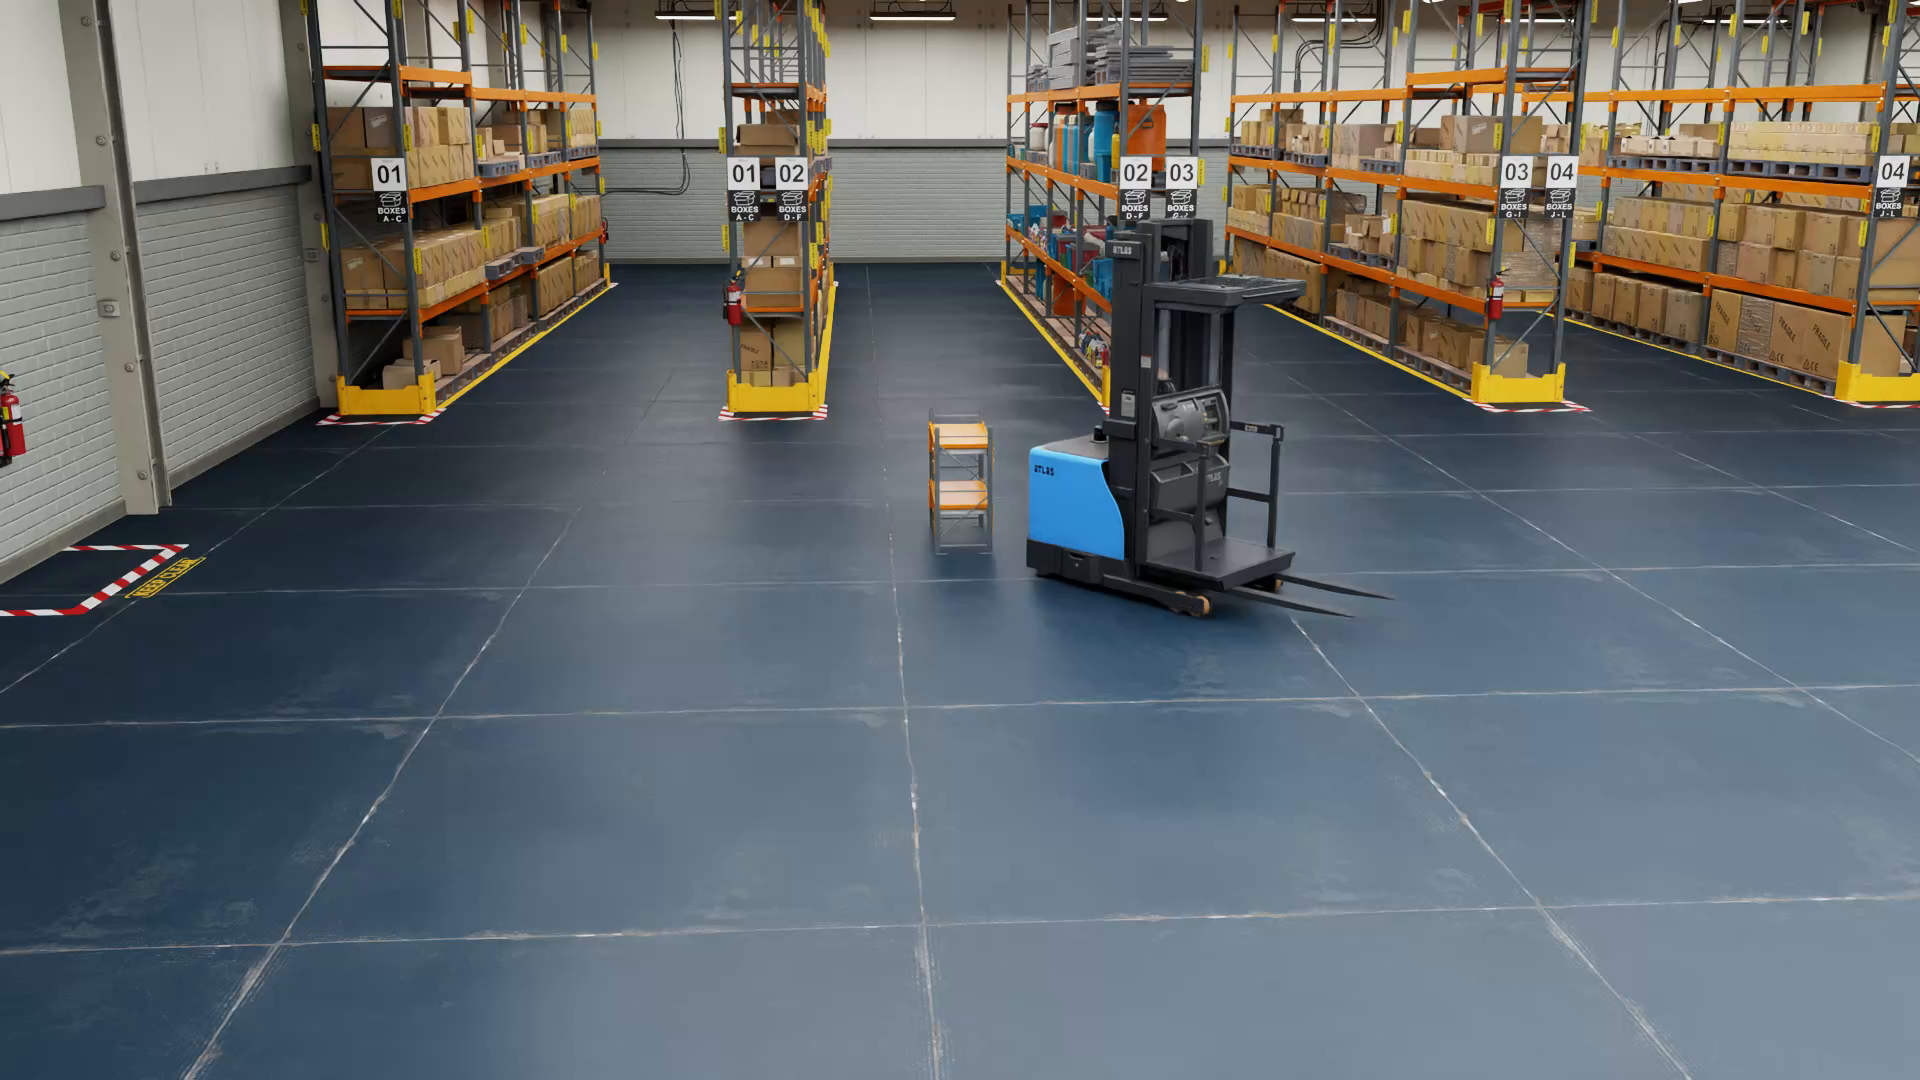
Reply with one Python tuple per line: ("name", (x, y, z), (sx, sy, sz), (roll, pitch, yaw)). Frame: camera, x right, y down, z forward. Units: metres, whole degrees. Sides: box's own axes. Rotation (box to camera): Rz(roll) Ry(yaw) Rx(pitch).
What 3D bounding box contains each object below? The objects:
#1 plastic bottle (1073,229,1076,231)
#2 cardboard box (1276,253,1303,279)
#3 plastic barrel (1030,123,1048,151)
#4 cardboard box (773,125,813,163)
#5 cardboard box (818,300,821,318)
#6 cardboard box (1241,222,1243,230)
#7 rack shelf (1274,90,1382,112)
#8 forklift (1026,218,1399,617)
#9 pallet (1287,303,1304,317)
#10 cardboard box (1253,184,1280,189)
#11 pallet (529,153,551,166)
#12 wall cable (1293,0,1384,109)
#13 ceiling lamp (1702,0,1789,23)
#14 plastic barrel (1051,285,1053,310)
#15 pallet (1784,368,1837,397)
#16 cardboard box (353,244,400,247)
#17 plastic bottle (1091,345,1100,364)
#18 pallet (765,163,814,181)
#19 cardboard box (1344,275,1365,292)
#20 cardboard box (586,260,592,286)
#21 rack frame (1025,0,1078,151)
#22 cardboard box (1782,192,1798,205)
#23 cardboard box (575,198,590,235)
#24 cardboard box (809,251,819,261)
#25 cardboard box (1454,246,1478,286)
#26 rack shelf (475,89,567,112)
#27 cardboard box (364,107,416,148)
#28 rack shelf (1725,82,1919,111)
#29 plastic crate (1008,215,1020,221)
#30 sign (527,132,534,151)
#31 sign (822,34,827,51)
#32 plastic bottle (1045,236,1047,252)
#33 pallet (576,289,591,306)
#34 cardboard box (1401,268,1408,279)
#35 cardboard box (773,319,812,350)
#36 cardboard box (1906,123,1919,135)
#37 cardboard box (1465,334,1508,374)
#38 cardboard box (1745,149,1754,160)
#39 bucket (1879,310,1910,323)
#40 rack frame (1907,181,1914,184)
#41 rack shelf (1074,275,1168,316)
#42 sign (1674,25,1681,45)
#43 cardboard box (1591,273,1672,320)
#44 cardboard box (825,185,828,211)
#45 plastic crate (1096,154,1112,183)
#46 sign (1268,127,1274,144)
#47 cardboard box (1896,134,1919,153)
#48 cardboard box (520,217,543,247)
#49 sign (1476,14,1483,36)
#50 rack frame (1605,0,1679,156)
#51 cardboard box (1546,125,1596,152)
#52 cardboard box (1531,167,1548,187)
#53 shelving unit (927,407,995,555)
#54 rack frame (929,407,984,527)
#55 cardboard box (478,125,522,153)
("plastic bottle", (2.190, -5.814, 31.854), (0.152, 0.276, 0.135), (-1, 14, -3))
("cardboard box", (6.840, -5.087, 32.199), (1.225, 0.875, 0.875), (-1, 14, -5))
("plastic barrel", (1.563, -7.804, 32.204), (0.433, 0.535, 0.433), (0, 14, 0))
("cardboard box", (-2.250, -5.347, 22.444), (0.500, 0.500, 0.500), (-1, 14, -3))
("cardboard box", (-2.541, -3.784, 27.265), (0.500, 0.311, 0.500), (0, 14, -2))
("cardboard box", (6.251, -6.754, 35.760), (0.380, 0.149, 0.250), (-1, 14, -4))
("rack shelf", (6.848, -8.160, 30.927), (1.077, 0.370, 4.000), (-1, 14, -3))
("forklift", (1.969, -0.972, 12.924), (3.031, 2.935, 1.130), (13, 20, 42))
("pallet", (6.926, -4.448, 31.892), (1.003, 0.211, 1.213), (-1, 14, -3))
("cardboard box", (6.769, -7.606, 36.767), (0.500, 0.500, 0.500), (-1, 14, -3))
("pallet", (-8.025, -6.868, 30.060), (1.003, 0.211, 1.213), (0, 14, -1))
("wall cable", (9.566, -13.211, 41.858), (2.277, 5.999, 0.120), (-1, 14, -3))
("ceiling lamp", (18.831, -13.882, 39.206), (2.000, 3.185, 0.800), (-1, 14, -3))
("plastic barrel", (1.857, -4.481, 30.574), (0.421, 0.512, 0.421), (0, 14, 0))
("pallet", (12.297, -2.208, 23.184), (1.003, 0.211, 1.213), (-1, 14, -3))
("cardboard box", (-7.627, -3.619, 21.830), (0.500, 0.500, 0.500), (-1, 14, -3))
("plastic bottle", (1.976, -2.674, 23.984), (0.152, 0.276, 0.135), (-1, 14, -5))
("pallet", (-2.517, -5.048, 22.782), (1.003, 0.211, 1.213), (-1, 14, -3))
("cardboard box", (7.043, -4.498, 29.119), (0.500, 0.250, 0.500), (0, 14, -1))
("cardboard box", (-8.149, -5.630, 35.061), (0.700, 0.500, 0.500), (-1, 14, -5))
("rack frame", (1.781, -9.123, 32.423), (1.000, 3.000, 0.127), (-1, 14, -3))
("cardboard box", (16.443, -6.615, 32.508), (0.500, 0.500, 0.500), (-1, 14, -5))
("cardboard box", (-8.219, -6.707, 34.473), (0.980, 0.700, 0.700), (-2, 15, -6))
("cardboard box", (-2.584, -4.806, 28.189), (0.380, 0.149, 0.250), (-1, 14, -3))
("cardboard box", (7.310, -3.762, 22.828), (0.875, 0.500, 0.500), (-1, 14, -3))
("rack shelf", (-7.983, -7.930, 30.035), (1.077, 0.370, 4.000), (-1, 14, -3))
("cardboard box", (-7.145, -5.175, 20.851), (0.500, 0.500, 0.500), (-2, 15, -7))
("rack shelf", (12.300, -6.221, 23.394), (1.077, 0.370, 4.000), (-1, 14, -3))
("plastic crate", (1.260, -6.930, 36.156), (0.416, 0.233, 0.300), (-1, 14, -3))
("sign", (-7.318, -6.780, 28.302), (0.100, 0.325, 0.005), (-1, 14, -3))
("sign", (-2.610, -9.586, 32.032), (0.100, 0.325, 0.005), (-1, 14, -3))
("plastic bottle", (1.563, -5.317, 29.907), (0.061, 0.283, 0.133), (-1, 14, -3))
("pallet", (-8.076, -4.904, 33.663), (1.003, 0.211, 1.213), (-1, 14, -3))
("cardboard box", (6.935, -4.062, 25.298), (0.380, 0.149, 0.250), (-1, 14, -3))
("cardboard box", (-2.308, -2.778, 22.972), (0.500, 0.500, 0.500), (-1, 14, -3))
("cardboard box", (12.721, -5.418, 21.904), (0.380, 0.149, 0.250), (-1, 14, -3))
("cardboard box", (7.374, -2.606, 23.308), (0.500, 0.500, 0.500), (3, 15, 11))
("cardboard box", (11.892, -5.716, 24.664), (0.380, 0.149, 0.250), (-1, 14, -4))
("bucket", (14.486, -3.508, 26.160), (0.726, 0.611, 0.620), (4, 5, 16))
("rack frame", (21.321, -7.519, 38.230), (1.000, 3.000, 0.127), (-1, 14, -3))
("rack shelf", (2.400, -3.382, 23.594), (1.077, 0.370, 4.000), (-1, 14, -3))
("sign", (12.482, -8.794, 28.954), (0.100, 0.325, 0.005), (-1, 14, -3))
("cardboard box", (11.877, -4.311, 29.435), (1.050, 0.750, 0.750), (-1, 14, -4))
("cardboard box", (-2.944, -6.924, 33.711), (0.500, 0.500, 0.500), (-1, 14, -5))
("plastic crate", (2.105, -5.147, 23.025), (0.392, 0.384, 0.575), (-1, 14, -3))
("sign", (6.170, -8.026, 32.985), (0.100, 0.325, 0.005), (-1, 14, -3))
("cardboard box", (12.651, -5.261, 22.093), (0.500, 0.250, 0.500), (-1, 14, -4))
("cardboard box", (-7.634, -5.396, 29.143), (0.500, 0.500, 0.500), (0, 14, -2))
("sign", (7.762, -7.704, 24.876), (0.100, 0.325, 0.005), (-1, 14, -3))
("rack frame", (11.929, -8.256, 29.054), (1.000, 3.000, 0.127), (-1, 14, -3))
("cardboard box", (11.645, -7.665, 31.728), (0.797, 0.503, 0.637), (-1, 14, -4))
("cardboard box", (7.696, -4.813, 21.995), (0.500, 0.250, 0.500), (0, 14, -2))
("shelving unit", (0.000, -0.546, 14.893), (0.538, 1.125, 1.048), (-1, 14, -3))
("rack frame", (-0.032, -0.673, 15.384), (0.500, 1.125, 0.032), (-1, 14, -3))
("cardboard box", (-7.946, -6.901, 28.725), (0.700, 0.500, 0.500), (-2, 15, -8))
